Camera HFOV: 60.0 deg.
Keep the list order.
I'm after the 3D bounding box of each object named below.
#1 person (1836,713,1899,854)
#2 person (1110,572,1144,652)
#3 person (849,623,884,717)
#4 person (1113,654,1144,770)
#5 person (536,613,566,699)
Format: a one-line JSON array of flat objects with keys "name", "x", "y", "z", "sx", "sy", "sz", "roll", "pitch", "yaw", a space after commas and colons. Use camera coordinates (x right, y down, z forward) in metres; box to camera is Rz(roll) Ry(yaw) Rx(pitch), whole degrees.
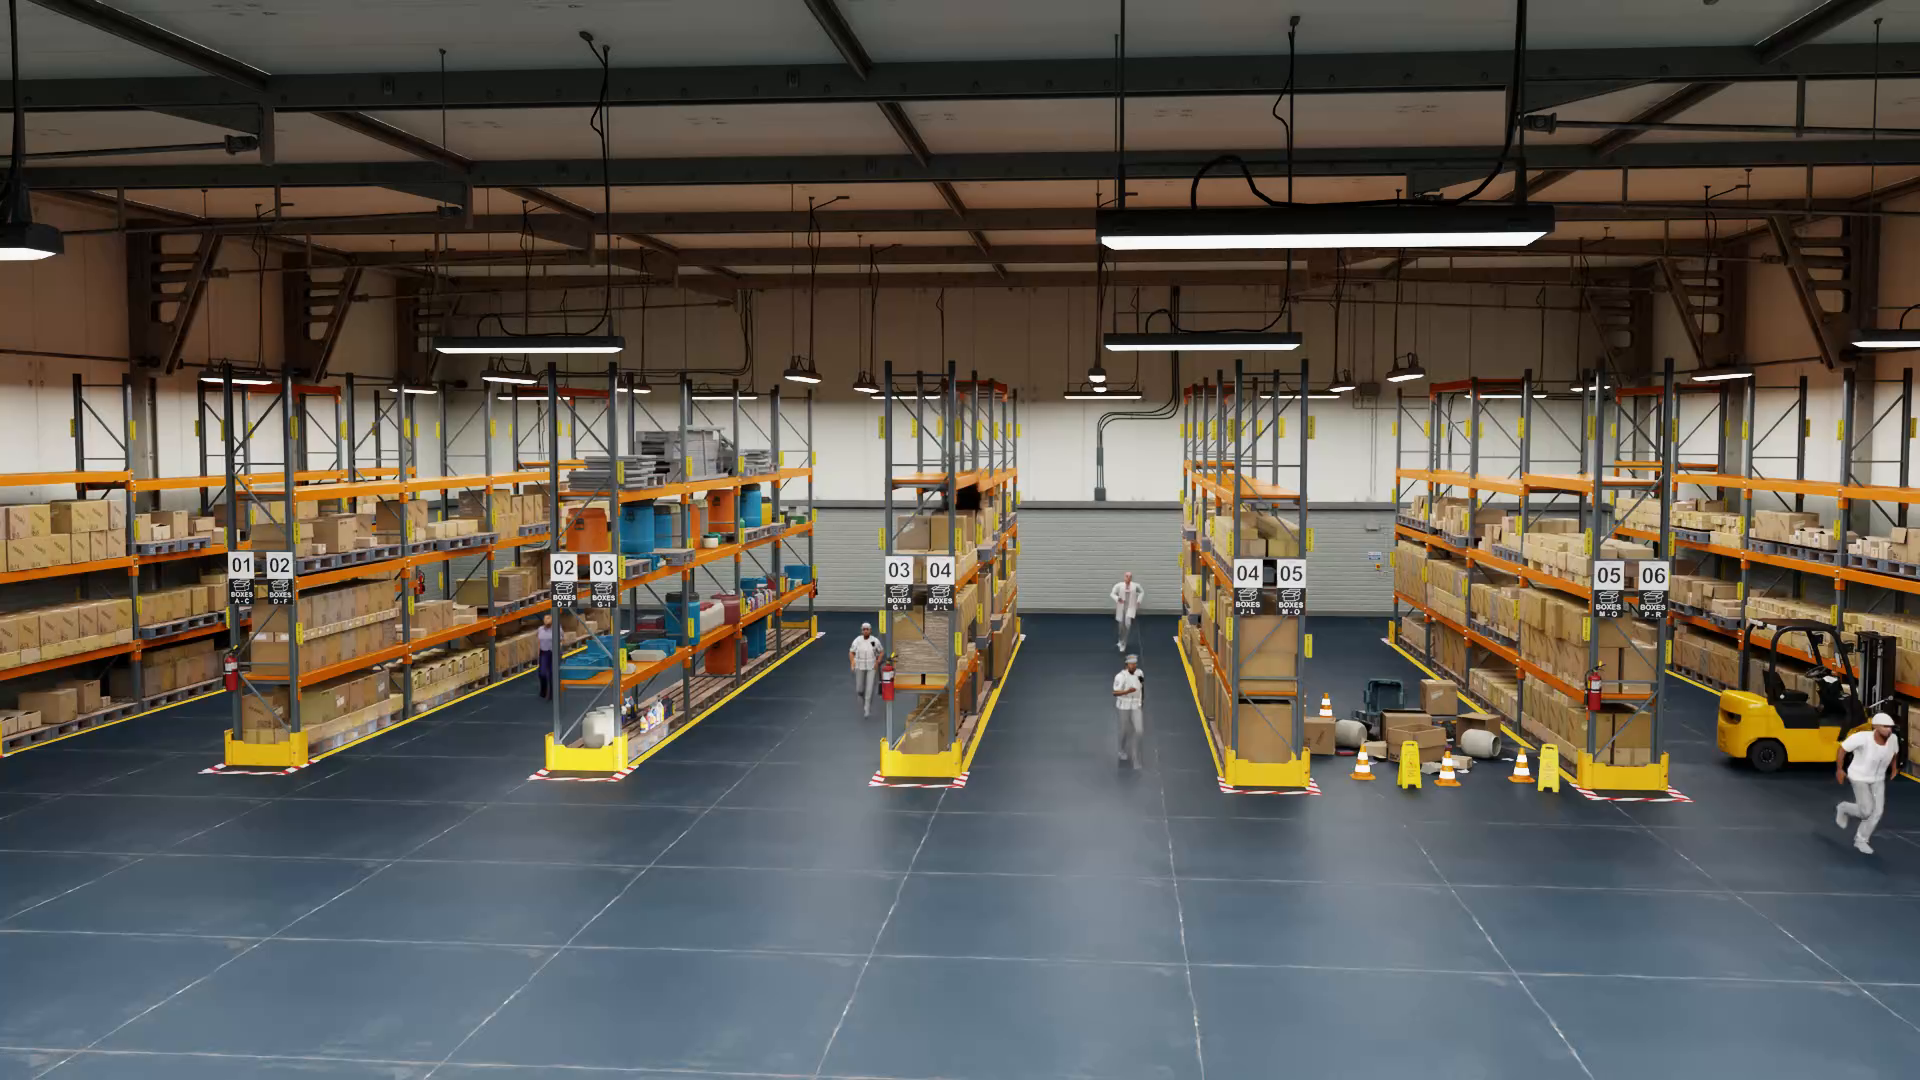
[{"name": "person", "x": 10.836, "y": 2.872, "z": 19.882, "sx": 0.695, "sy": 1.691, "sz": 0.822, "roll": -1, "pitch": 4, "yaw": -12}, {"name": "person", "x": 3.800, "y": 1.623, "z": 37.906, "sx": 0.733, "sy": 1.811, "sz": 0.836, "roll": 1, "pitch": 4, "yaw": 14}, {"name": "person", "x": -1.648, "y": 2.278, "z": 29.368, "sx": 0.616, "sy": 1.620, "sz": 0.599, "roll": 0, "pitch": 4, "yaw": -1}, {"name": "person", "x": 2.518, "y": 2.551, "z": 24.821, "sx": 0.559, "sy": 1.748, "sz": 0.842, "roll": -1, "pitch": 4, "yaw": -10}, {"name": "person", "x": -7.617, "y": 2.165, "z": 30.838, "sx": 0.587, "sy": 1.613, "sz": 0.575, "roll": 0, "pitch": 4, "yaw": 1}]
